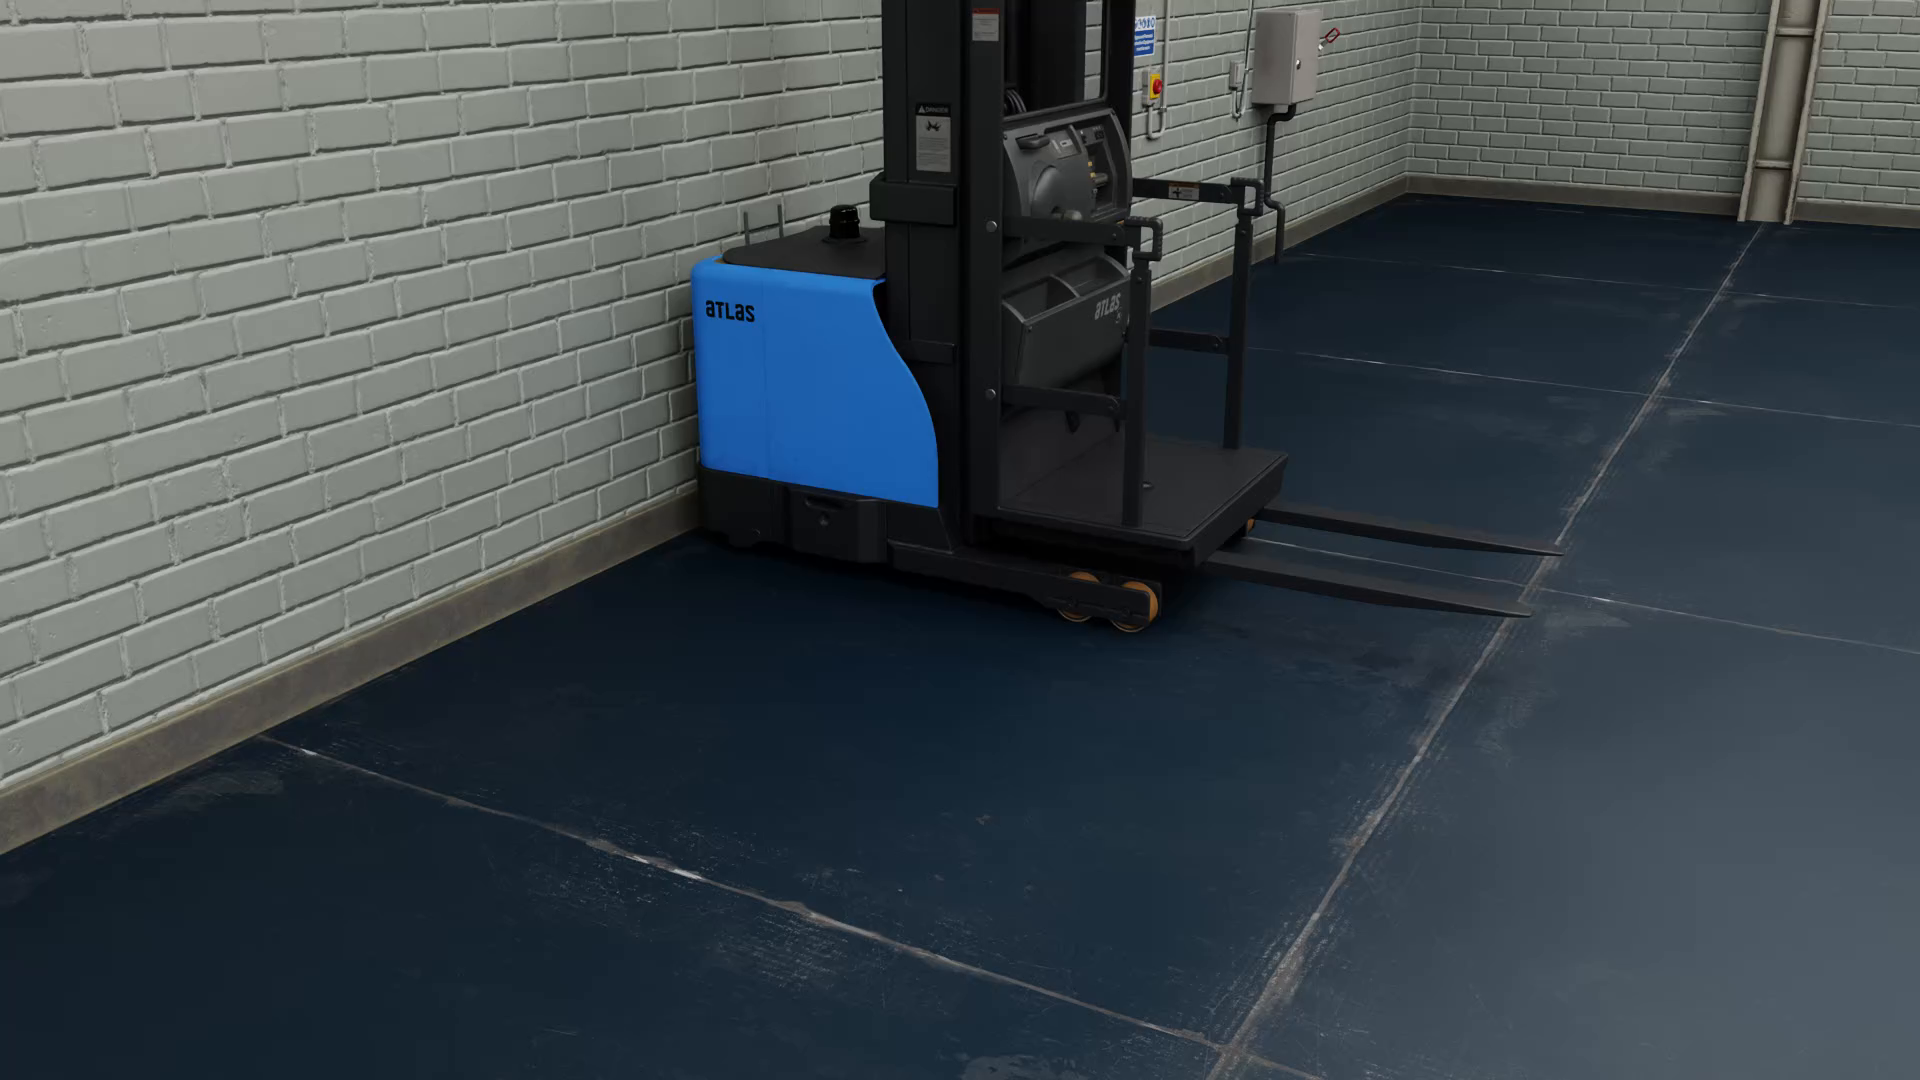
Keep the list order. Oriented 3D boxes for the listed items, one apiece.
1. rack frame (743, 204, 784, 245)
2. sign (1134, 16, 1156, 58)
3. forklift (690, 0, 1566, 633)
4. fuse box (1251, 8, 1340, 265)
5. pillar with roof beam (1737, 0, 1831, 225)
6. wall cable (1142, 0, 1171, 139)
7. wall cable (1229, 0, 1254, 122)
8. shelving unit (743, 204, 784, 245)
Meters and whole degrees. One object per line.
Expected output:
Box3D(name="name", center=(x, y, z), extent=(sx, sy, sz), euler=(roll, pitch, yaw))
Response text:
Box3D(name="rack frame", center=(-0.730, -0.692, 6.504), extent=(0.006, 1.200, 0.240), euler=(9, 22, 28))
Box3D(name="sign", center=(1.049, -2.877, 9.500), extent=(0.001, 0.218, 0.327), euler=(11, 23, 27))
Box3D(name="forklift", center=(0.558, -1.278, 5.589), extent=(3.031, 2.935, 1.130), euler=(10, 22, 26))
Box3D(name="fuse box", center=(2.278, -2.749, 11.434), extent=(0.414, 1.711, 0.539), euler=(11, 23, 27))
Box3D(name="pillar with roof beam", center=(4.464, -5.557, 8.487), extent=(0.400, 9.000, 9.100), euler=(11, 23, 27))
Box3D(name="wall cable", center=(1.126, -3.246, 9.379), extent=(0.123, 1.953, 0.585), euler=(11, 23, 27))
Box3D(name="wall cable", center=(1.807, -3.655, 10.554), extent=(0.122, 1.984, 0.588), euler=(11, 23, 27))
Box3D(name="shelving unit", center=(-0.810, -0.705, 6.547), extent=(0.189, 1.200, 0.258), euler=(9, 22, 28))
